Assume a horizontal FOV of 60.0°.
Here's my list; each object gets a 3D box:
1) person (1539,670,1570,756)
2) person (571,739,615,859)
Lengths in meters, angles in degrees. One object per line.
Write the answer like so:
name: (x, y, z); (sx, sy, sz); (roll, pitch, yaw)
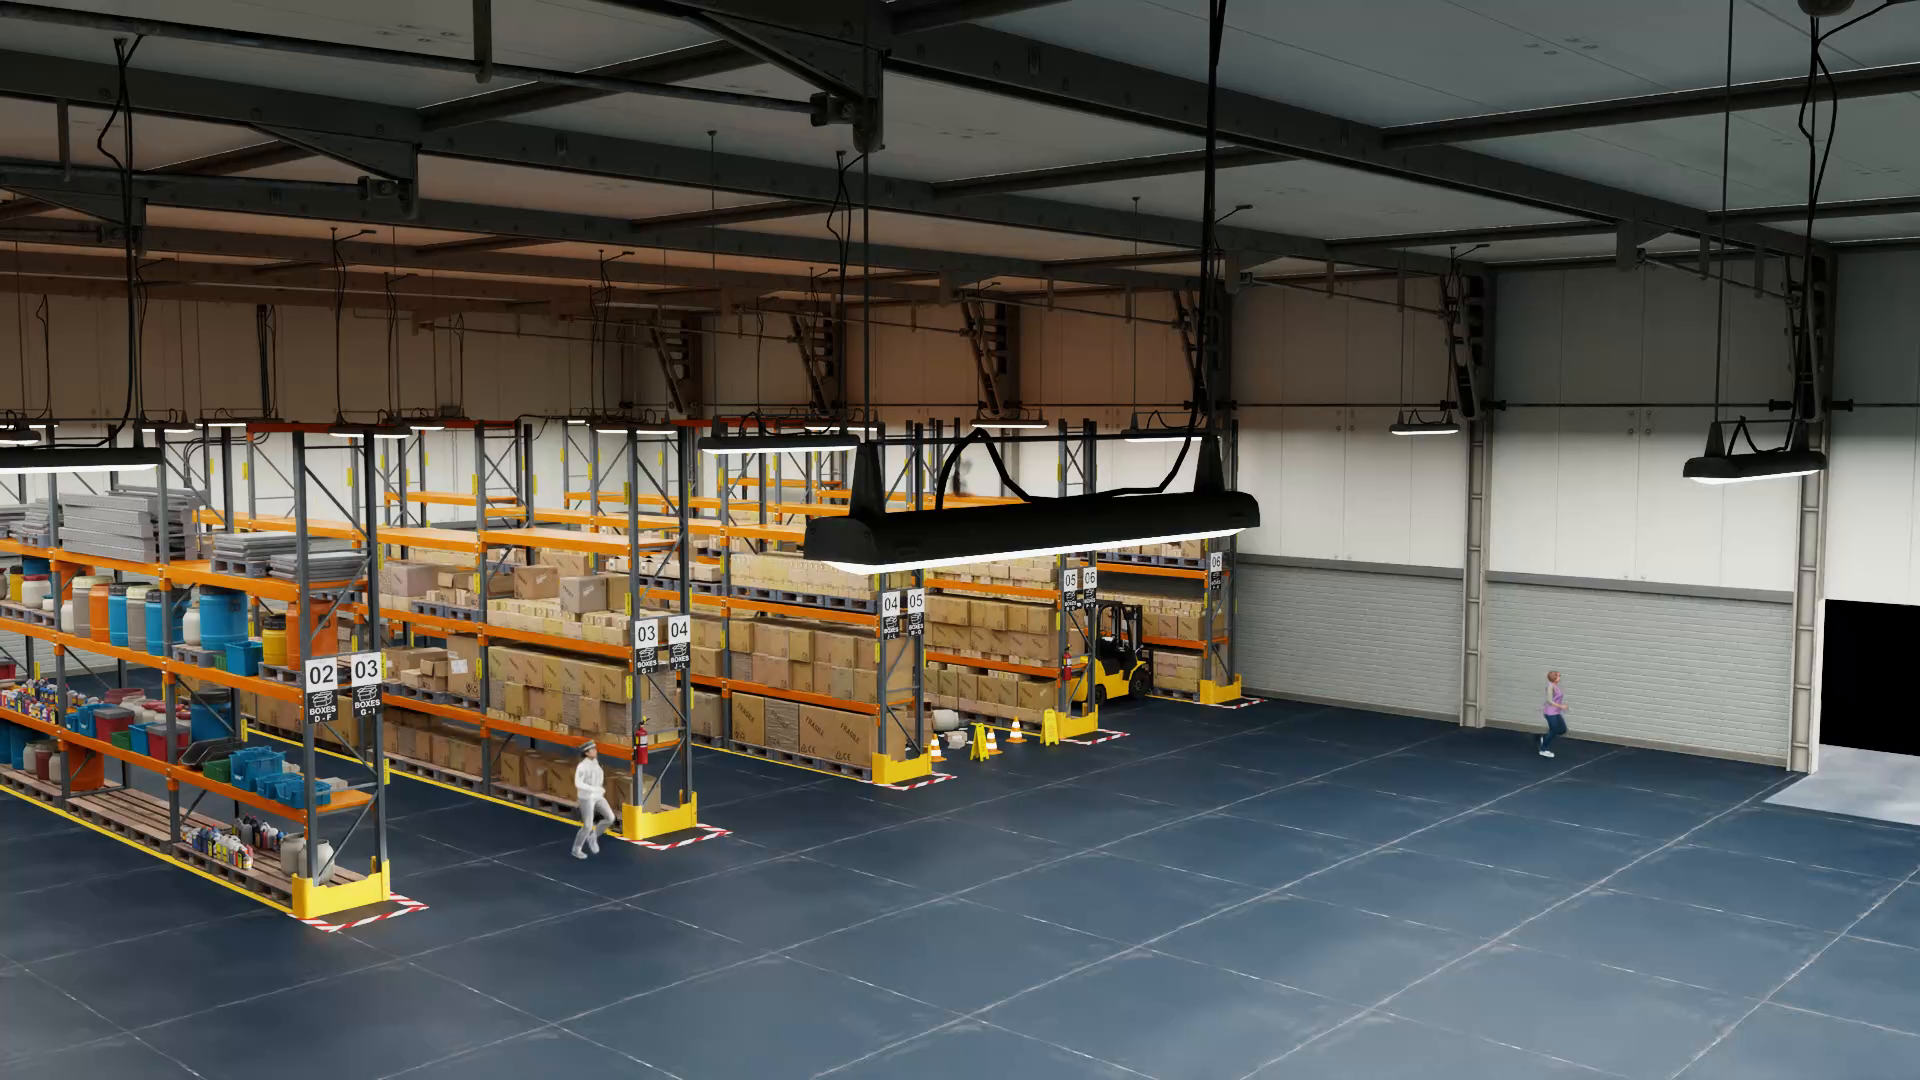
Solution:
person: (10.674, 3.110, 29.818); (0.545, 1.559, 0.566); (3, 6, 35)
person: (-5.126, 3.599, 23.215); (0.595, 1.657, 0.691); (2, 5, 19)
